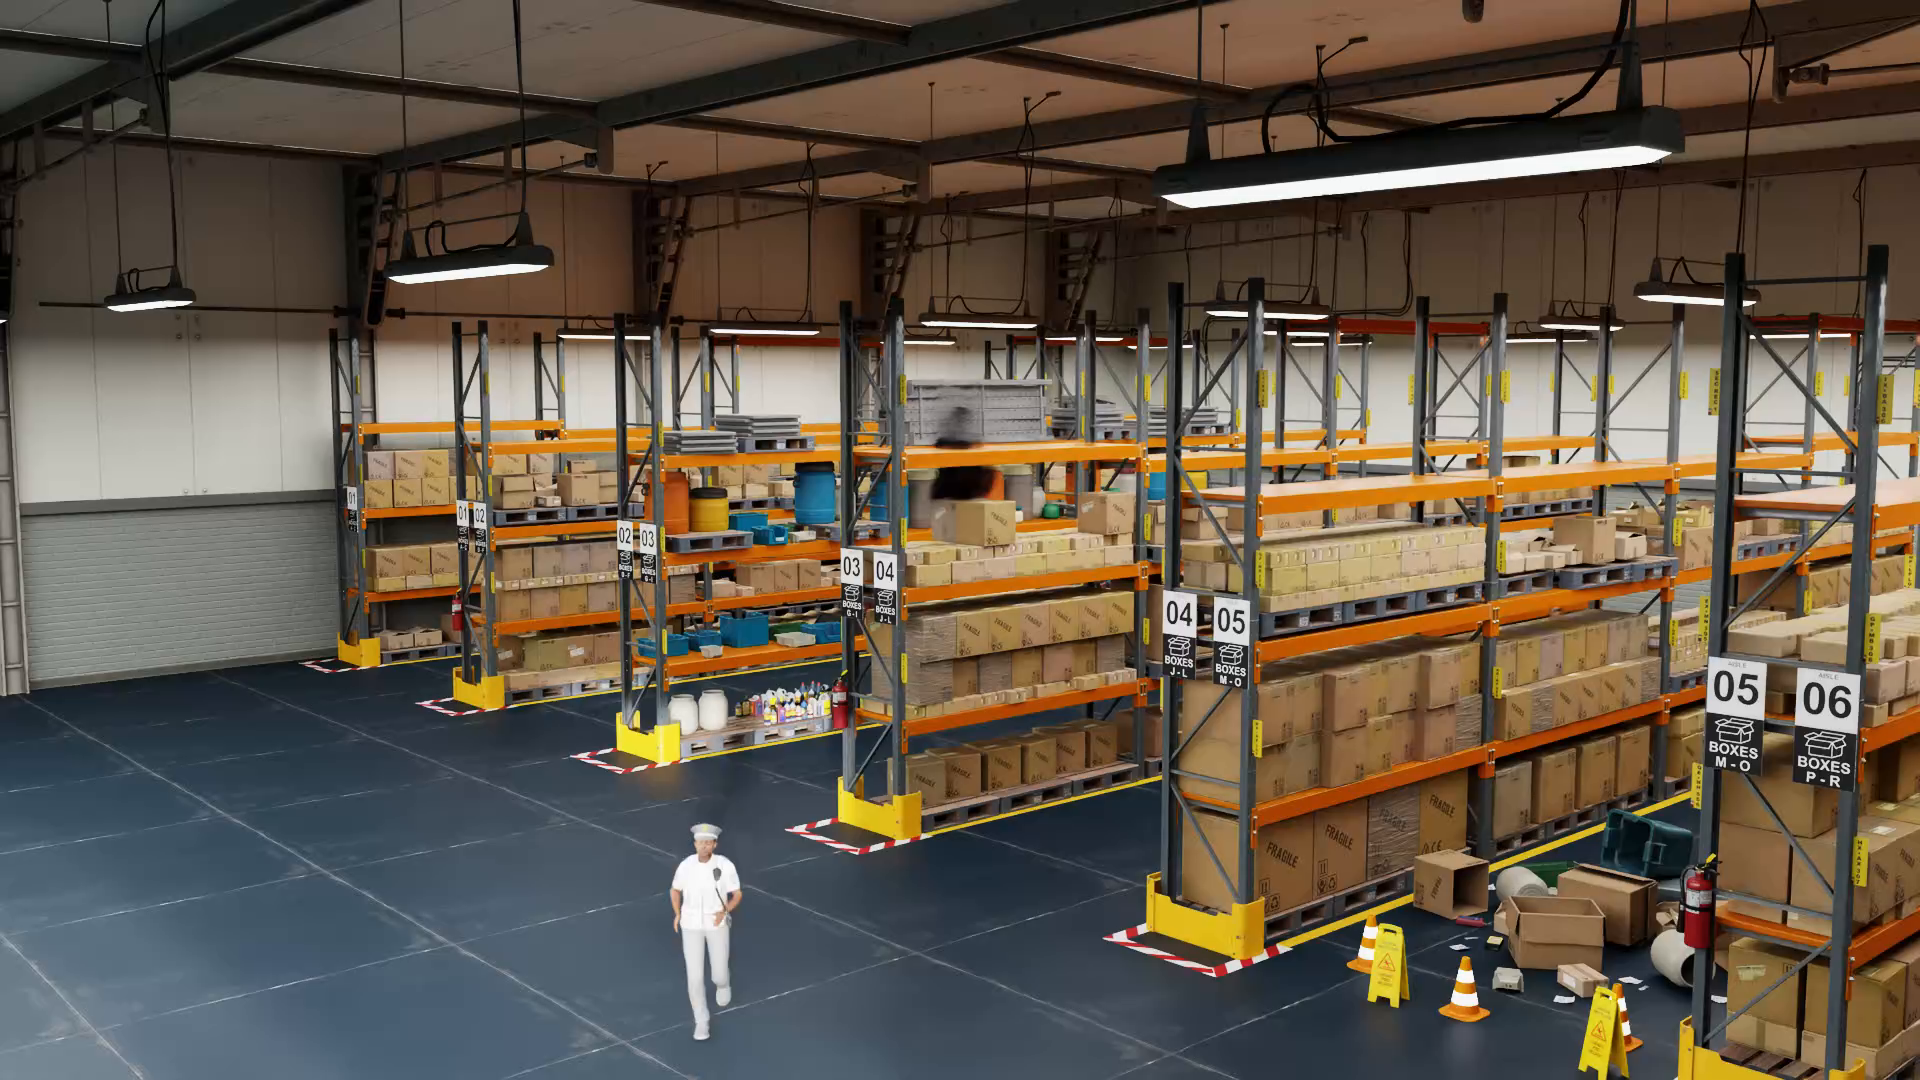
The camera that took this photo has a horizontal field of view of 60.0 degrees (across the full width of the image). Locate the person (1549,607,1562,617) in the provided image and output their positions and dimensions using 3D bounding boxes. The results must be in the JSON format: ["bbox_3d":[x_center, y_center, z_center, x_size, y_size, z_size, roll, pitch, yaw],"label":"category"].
[{"bbox_3d":[9.113,1.811,25.573,0.663,1.685,0.598,5,8,42],"label":"person"}]

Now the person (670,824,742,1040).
[{"bbox_3d":[-2.018,3.040,13.173,0.581,1.654,0.700,0,6,-1],"label":"person"}]
